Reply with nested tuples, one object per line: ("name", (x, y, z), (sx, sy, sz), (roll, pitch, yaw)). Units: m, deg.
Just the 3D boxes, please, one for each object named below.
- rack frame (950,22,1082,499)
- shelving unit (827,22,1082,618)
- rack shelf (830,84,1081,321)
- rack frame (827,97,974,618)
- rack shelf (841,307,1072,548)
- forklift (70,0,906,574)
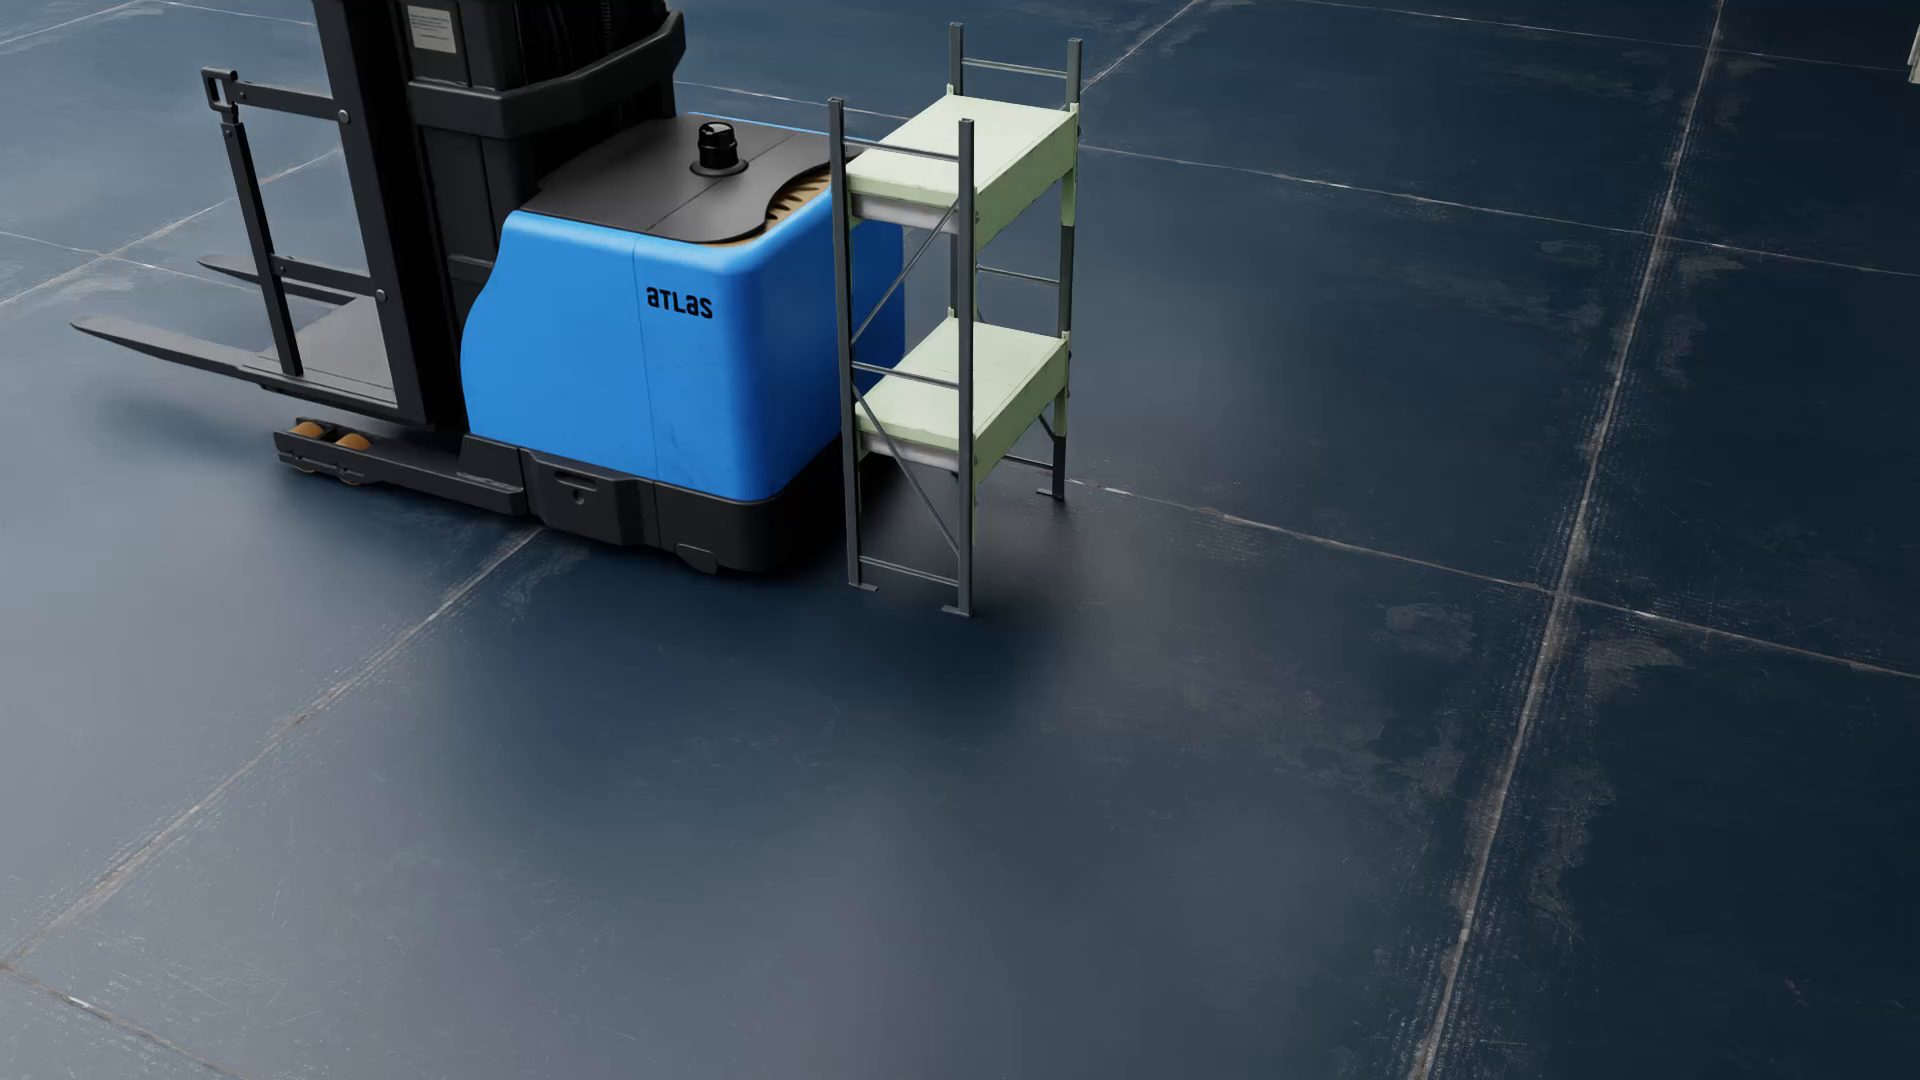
("rack frame", (0.156, -0.813, 5.122), (0.400, 1.500, 0.023), (14, 36, 20))
("shelving unit", (0.003, -0.631, 4.844), (0.431, 1.500, 0.755), (14, 36, 20))
("rack shelf", (0.003, -0.957, 4.630), (0.431, 0.370, 0.720), (14, 36, 20))
("rack frame", (-0.150, -0.448, 4.566), (0.400, 1.500, 0.023), (14, 36, 20))
("rack shelf", (0.003, -0.358, 5.023), (0.431, 0.370, 0.720), (14, 36, 20))
("forklift", (-1.728, -1.655, 5.102), (3.031, 2.935, 1.130), (14, 36, 20))
